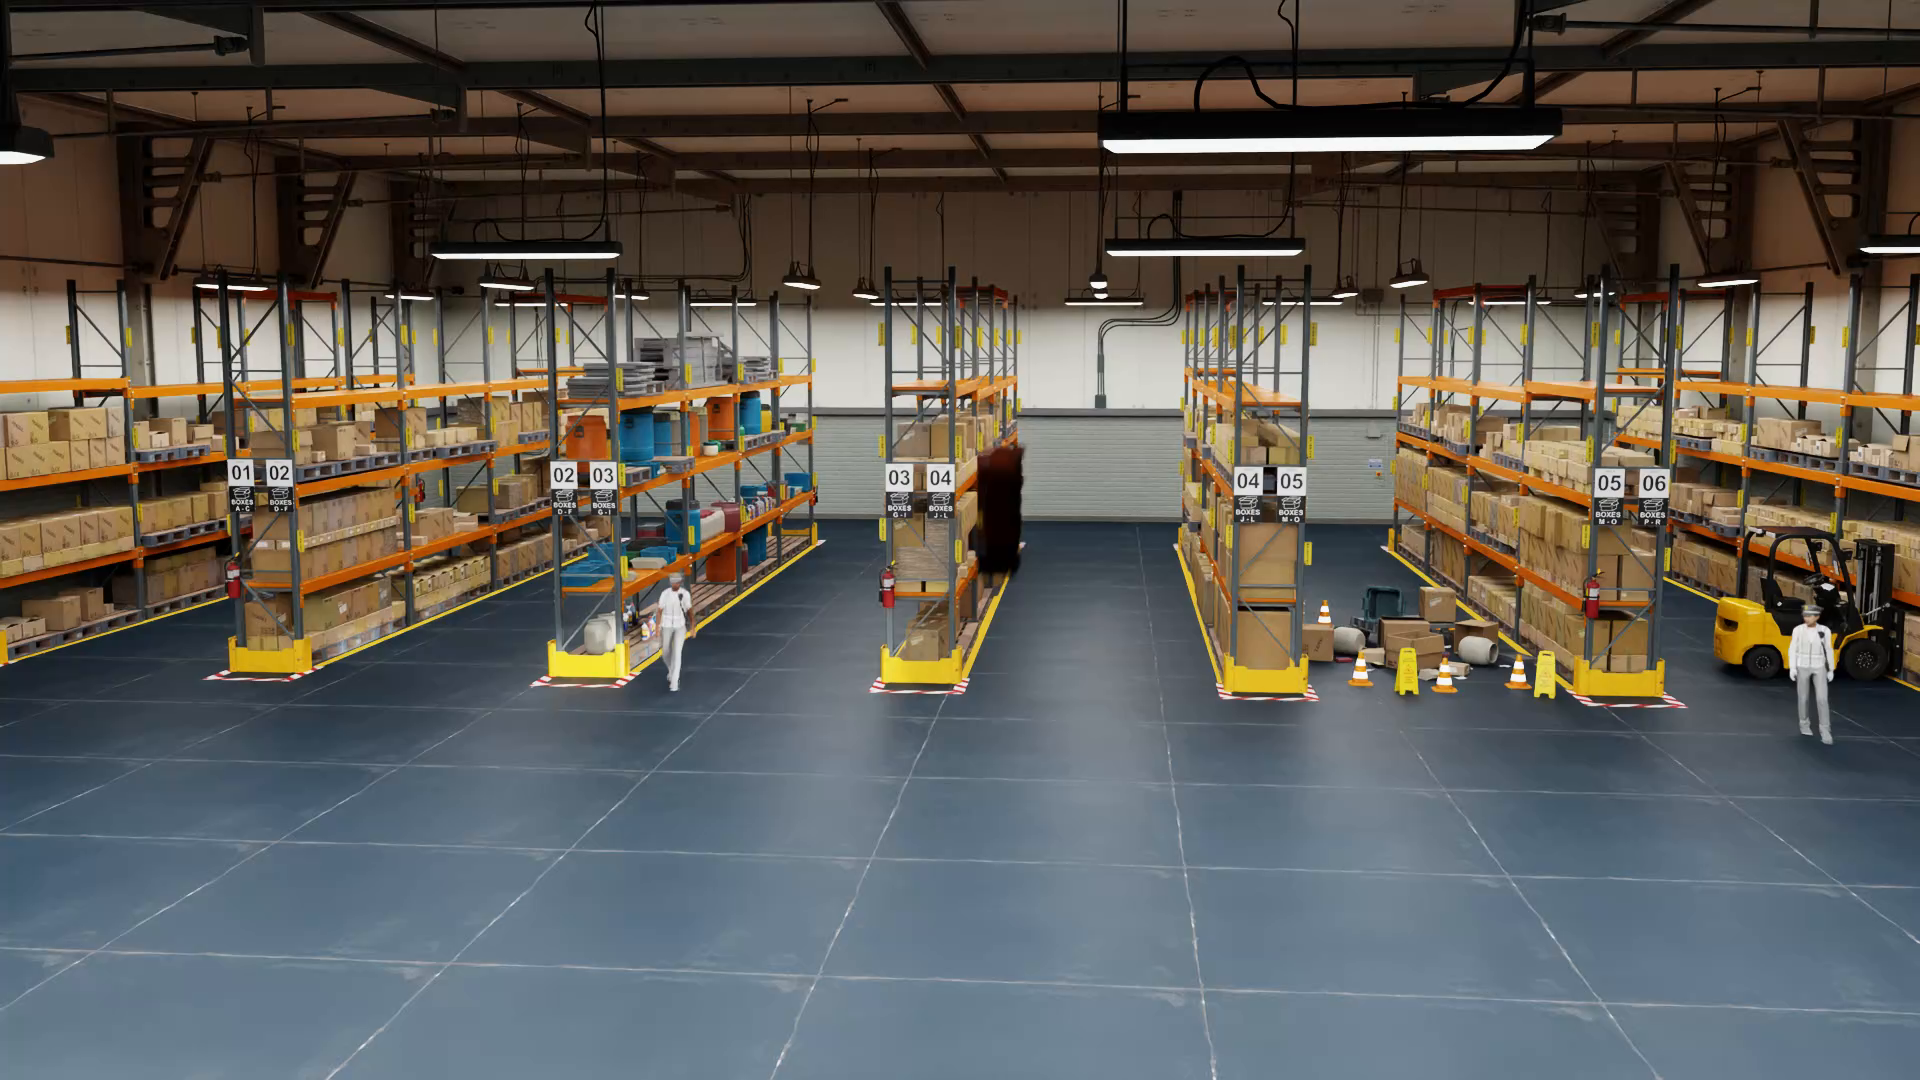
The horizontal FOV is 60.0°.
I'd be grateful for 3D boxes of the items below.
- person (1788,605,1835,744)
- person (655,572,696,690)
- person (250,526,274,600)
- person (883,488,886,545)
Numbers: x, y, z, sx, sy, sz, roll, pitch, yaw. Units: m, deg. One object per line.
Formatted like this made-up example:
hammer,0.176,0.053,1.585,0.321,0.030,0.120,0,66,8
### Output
person,10.687,1.654,20.846,0.590,1.669,0.622,4,8,31
person,-4.116,1.289,24.032,0.555,1.655,0.756,0,7,-3
person,-13.365,0.283,31.808,0.586,1.713,0.477,3,7,22
person,-1.574,-0.768,40.266,0.661,1.712,1.129,1,7,8
